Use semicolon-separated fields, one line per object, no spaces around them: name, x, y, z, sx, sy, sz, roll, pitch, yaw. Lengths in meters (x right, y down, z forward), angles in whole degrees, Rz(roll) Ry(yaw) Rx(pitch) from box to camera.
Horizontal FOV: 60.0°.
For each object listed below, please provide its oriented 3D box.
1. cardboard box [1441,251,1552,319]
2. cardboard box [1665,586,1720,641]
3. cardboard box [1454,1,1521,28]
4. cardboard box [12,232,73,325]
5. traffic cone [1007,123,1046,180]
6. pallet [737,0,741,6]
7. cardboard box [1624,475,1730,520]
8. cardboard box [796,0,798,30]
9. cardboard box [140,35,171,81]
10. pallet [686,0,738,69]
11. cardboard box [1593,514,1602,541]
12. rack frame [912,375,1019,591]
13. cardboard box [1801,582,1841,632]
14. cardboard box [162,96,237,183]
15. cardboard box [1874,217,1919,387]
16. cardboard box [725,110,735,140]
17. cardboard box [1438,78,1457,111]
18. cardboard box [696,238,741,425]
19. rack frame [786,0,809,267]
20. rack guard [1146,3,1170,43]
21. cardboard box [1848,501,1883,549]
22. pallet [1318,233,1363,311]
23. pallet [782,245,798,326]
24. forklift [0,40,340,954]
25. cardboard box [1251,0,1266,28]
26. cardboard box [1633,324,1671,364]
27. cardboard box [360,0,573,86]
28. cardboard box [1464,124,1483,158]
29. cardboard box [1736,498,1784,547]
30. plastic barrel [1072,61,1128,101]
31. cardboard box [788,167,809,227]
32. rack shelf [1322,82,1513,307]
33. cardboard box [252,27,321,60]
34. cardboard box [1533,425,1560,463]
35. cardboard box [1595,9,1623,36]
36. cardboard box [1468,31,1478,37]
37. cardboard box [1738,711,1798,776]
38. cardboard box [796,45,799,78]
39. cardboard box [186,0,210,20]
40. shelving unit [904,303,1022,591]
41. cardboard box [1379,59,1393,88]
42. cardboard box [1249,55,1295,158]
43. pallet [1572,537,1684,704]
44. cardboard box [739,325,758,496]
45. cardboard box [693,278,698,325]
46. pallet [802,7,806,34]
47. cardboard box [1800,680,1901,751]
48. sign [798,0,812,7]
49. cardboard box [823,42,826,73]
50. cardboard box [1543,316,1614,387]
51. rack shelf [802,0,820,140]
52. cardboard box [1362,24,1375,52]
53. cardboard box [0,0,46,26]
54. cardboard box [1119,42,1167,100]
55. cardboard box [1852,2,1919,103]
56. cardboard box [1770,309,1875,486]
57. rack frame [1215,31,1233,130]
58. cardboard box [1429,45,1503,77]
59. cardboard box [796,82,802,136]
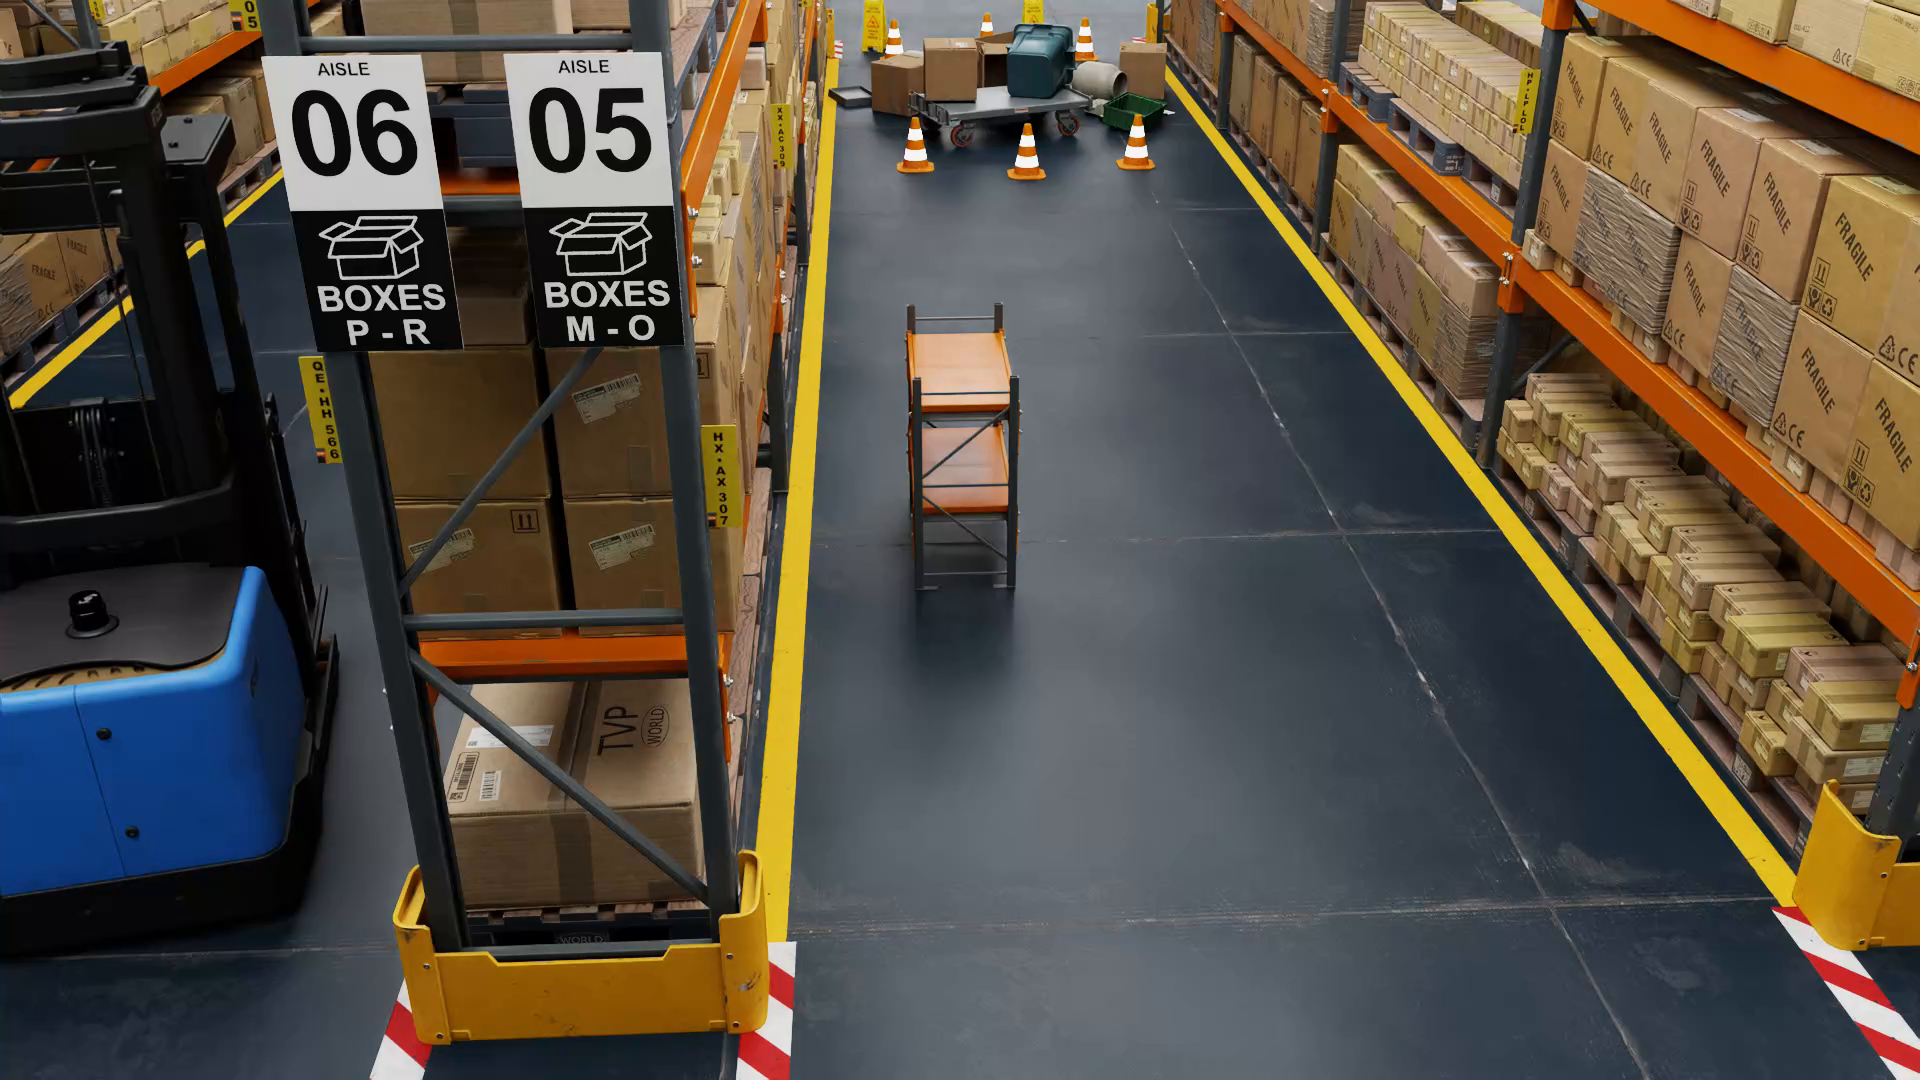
cardboard box;3.191;-1.515;9.849;0.500;0.250;0.500;-2;28;-4
cardboard box;3.310;0.311;7.218;0.380;0.149;0.250;-1;28;-2
cardboard box;3.757;-3.737;11.846;0.380;0.149;0.250;-2;28;-5
cardboard box;-6.339;-1.741;11.094;0.500;0.500;0.500;0;28;0
traffic cone;0.603;-3.522;15.002;0.336;0.463;0.334;-1;28;-3
pallet;-1.423;-2.513;7.177;1.003;0.211;1.213;-1;28;-3
cardboard box;3.376;-0.181;7.839;0.380;0.149;0.250;-2;28;-5
cardboard box;-1.376;-3.703;11.417;0.500;0.500;0.500;-2;28;-4
cardboard box;-6.422;-3.703;12.768;0.500;0.250;0.500;-2;28;-4
pallet;-1.363;-1.951;6.100;1.003;0.211;1.213;-1;28;-3
cardboard box;3.371;-0.037;8.206;0.380;0.149;0.250;-3;28;-5
rack frame;0.027;-0.261;8.034;0.500;1.125;0.032;-1;28;-3
cardboard box;3.847;0.298;7.242;0.380;0.149;0.250;-3;28;-5
cardboard box;-6.718;-3.360;14.063;0.875;0.625;0.625;-2;28;-5
cardboard box;3.419;-0.744;5.423;0.500;0.500;0.500;-2;28;-4
cardboard box;-1.118;-1.649;6.778;0.380;0.149;0.250;-2;28;-4
cardboard box;3.192;-2.761;10.296;0.380;0.149;0.250;-1;28;-2
cardboard box;-1.021;-0.708;5.675;0.500;0.500;0.500;-2;28;-4
rack frame;-1.665;-3.448;12.117;1.000;3.000;0.127;-1;28;-3
rack guard;2.854;-6.211;20.119;1.175;0.500;0.348;-1;28;-3
cardboard box;3.416;-0.068;5.908;0.380;0.149;0.250;-1;28;-3
pallet;3.313;-2.017;12.389;1.003;0.211;1.213;-1;28;-3
pallet;-1.699;-1.846;12.060;1.003;0.211;1.213;-1;28;-3
forklift;-3.301;-0.515;6.568;1.130;2.935;3.031;-7;28;-13
cardboard box;2.874;-4.792;14.586;0.500;0.500;0.500;-2;28;-3
cardboard box;3.288;-0.910;7.522;0.380;0.149;0.250;0;28;0
cardboard box;-1.360;-1.453;4.649;0.500;0.250;0.500;-4;28;-7
cardboard box;3.226;-2.371;9.870;0.380;0.149;0.250;-3;28;-5
cardboard box;3.806;-0.077;7.639;0.380;0.149;0.250;-1;28;-3
plastic barrel;1.473;-4.806;17.507;0.512;0.421;0.421;19;33;32
cardboard box;-1.684;-2.730;13.128;0.950;0.372;0.625;-3;28;-6
rack shelf;3.378;-2.371;10.831;1.077;0.370;4.000;-1;28;-3
cardboard box;-6.542;-4.815;16.176;0.500;0.250;0.500;-2;28;-3
cardboard box;3.284;-0.531;8.832;0.380;0.149;0.250;-1;28;-2
cardboard box;7.830;-6.171;19.587;0.500;0.500;0.500;4;28;7
cardboard box;3.770;-3.480;11.675;0.380;0.149;0.250;0;28;-1
cardboard box;3.341;0.804;6.594;0.380;0.149;0.250;-1;28;-1
cardboard box;-1.386;-3.385;11.619;0.500;0.250;0.500;-1;28;-3
cardboard box;-6.487;-4.401;13.566;0.500;0.250;0.500;-1;28;-2
shelving unit;0.000;-0.496;8.484;0.538;1.125;1.048;-1;28;-3
cardboard box;3.124;-3.229;11.515;0.380;0.149;0.250;0;28;0
cardboard box;3.233;-3.920;15.001;1.050;0.750;0.750;-1;28;-3
pallet;3.619;0.344;7.863;1.003;0.211;1.213;-1;28;-3
cardboard box;-1.048;-0.495;6.347;0.500;0.500;0.500;-2;28;-3
cardboard box;-0.989;-0.699;4.956;0.380;0.149;0.250;-1;28;-2
pallet;-1.809;-4.276;13.912;1.003;0.211;1.213;-1;28;-3
cardboard box;3.410;0.656;6.234;0.380;0.149;0.250;-1;28;-2
sign;-1.110;-3.976;11.878;0.100;0.325;0.005;-1;28;-3
cardboard box;-1.719;-5.262;18.114;0.500;0.250;0.500;-2;28;-4
cardboard box;3.709;-1.192;10.041;0.500;0.500;0.500;0;28;-1
rack shelf;-1.769;-4.053;14.054;1.077;0.370;4.000;-1;28;-3
cardboard box;3.098;-3.593;11.891;0.380;0.149;0.250;0;28;0
cardboard box;-6.840;-3.804;11.989;0.380;0.149;0.250;-1;28;-1
cardboard box;1.959;-5.046;17.882;0.500;0.500;0.500;3;28;6
cardboard box;3.369;-1.622;5.535;0.500;0.250;0.500;-1;28;-3
cardboard box;3.389;-0.535;6.103;0.500;0.500;0.500;-2;28;-3
rack frame;3.065;-5.461;15.977;1.000;3.000;0.127;-1;28;-3
cardboard box;3.184;-3.012;10.456;0.380;0.149;0.250;-2;28;-3
cardboard box;-1.337;-2.919;11.264;0.500;0.250;0.500;-1;28;-2
